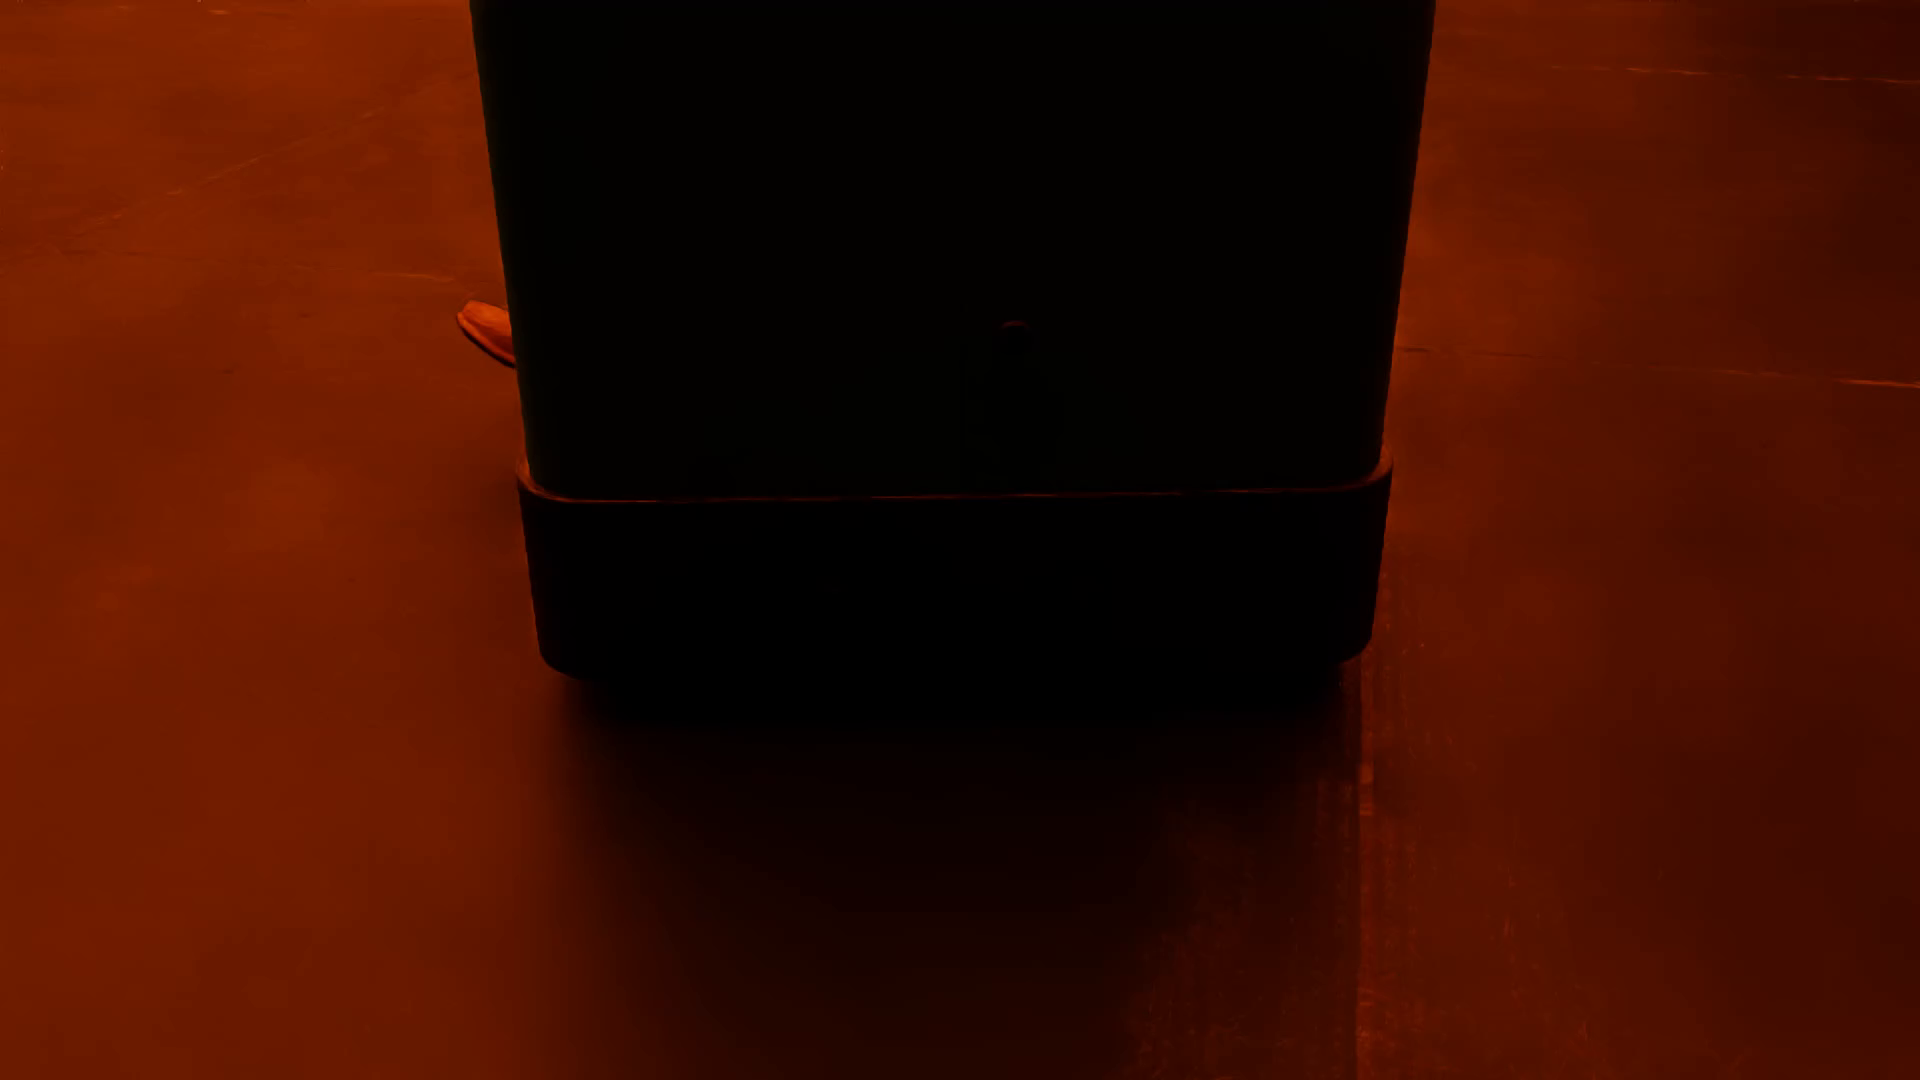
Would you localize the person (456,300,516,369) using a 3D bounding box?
[{"bbox_3d":[-0.428,-0.926,2.306,0.880,1.723,0.737,3,27,5],"label":"person"}]

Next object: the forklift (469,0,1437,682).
[{"bbox_3d":[-0.058,-1.762,2.738,1.130,2.935,3.031,-1,27,-2],"label":"forklift"}]
